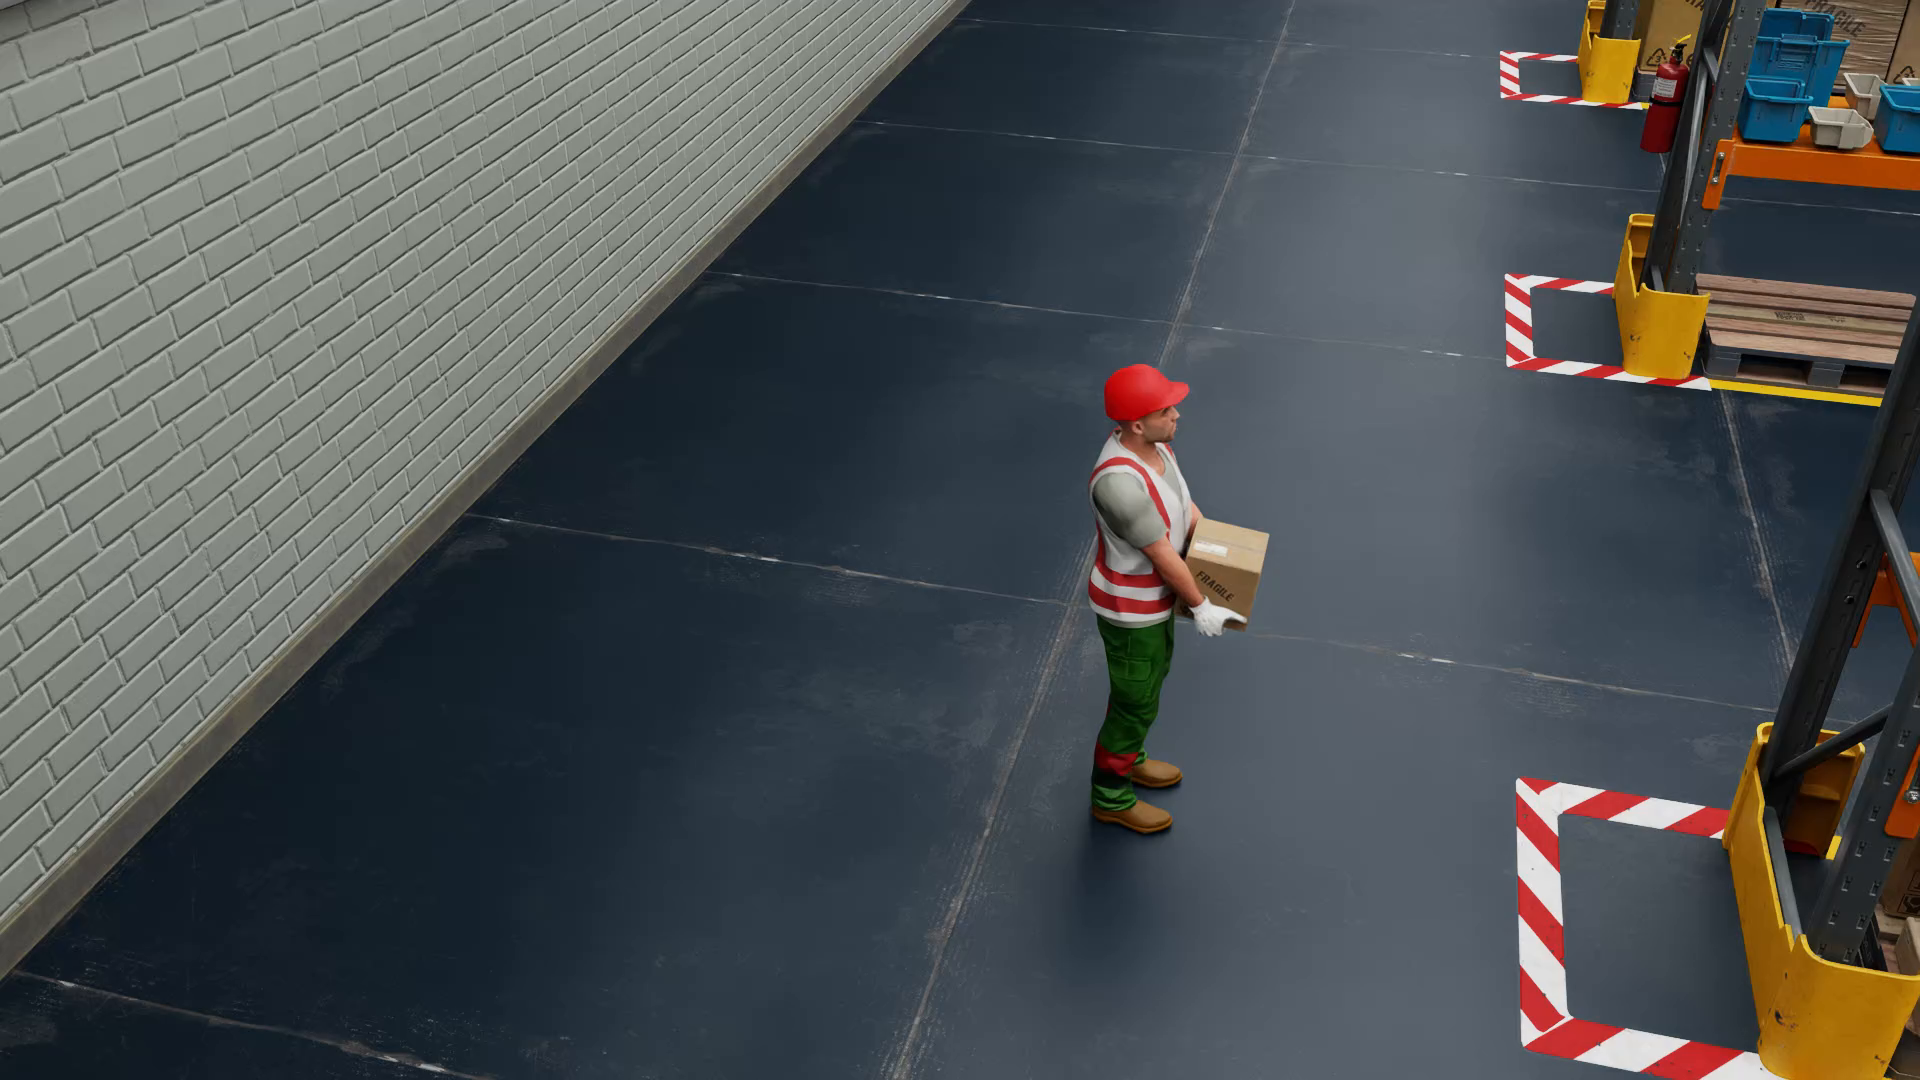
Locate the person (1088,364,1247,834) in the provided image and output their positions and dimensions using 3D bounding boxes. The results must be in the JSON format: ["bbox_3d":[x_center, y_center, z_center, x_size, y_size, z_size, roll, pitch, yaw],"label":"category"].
[{"bbox_3d":[0.726,0.219,5.774,0.563,1.784,0.494,9,34,13],"label":"person"}]
